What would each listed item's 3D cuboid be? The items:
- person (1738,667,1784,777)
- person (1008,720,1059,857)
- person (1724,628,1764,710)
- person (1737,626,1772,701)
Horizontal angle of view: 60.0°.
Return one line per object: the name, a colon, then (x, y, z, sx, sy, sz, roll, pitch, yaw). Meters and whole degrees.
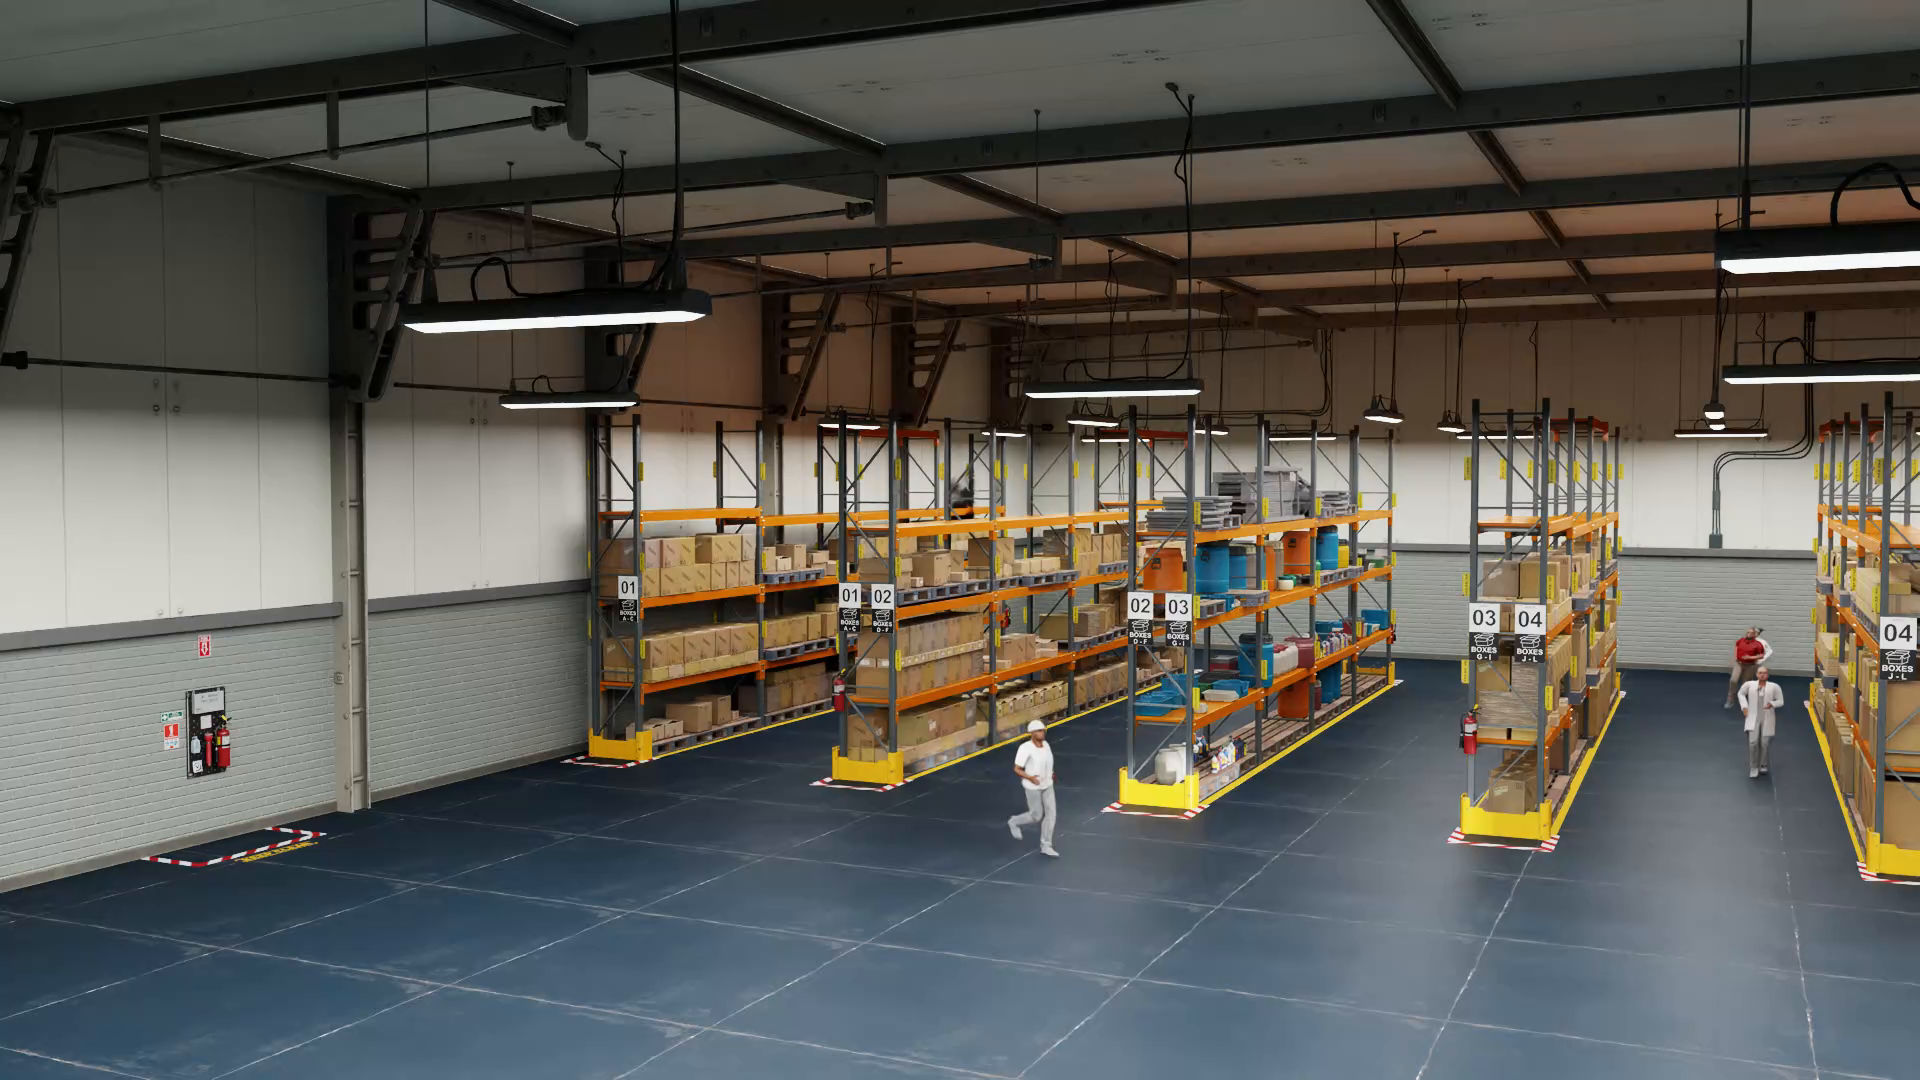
person: (13.186, 3.009, 27.393, 0.692, 1.850, 0.744, 1, 3, 25)
person: (0.992, 3.240, 21.842, 0.685, 1.758, 0.850, -2, 3, -42)
person: (16.624, 2.710, 35.125, 0.684, 1.723, 0.871, 2, 3, 43)
person: (17.259, 2.695, 36.195, 0.595, 1.689, 0.692, -1, 3, -25)
